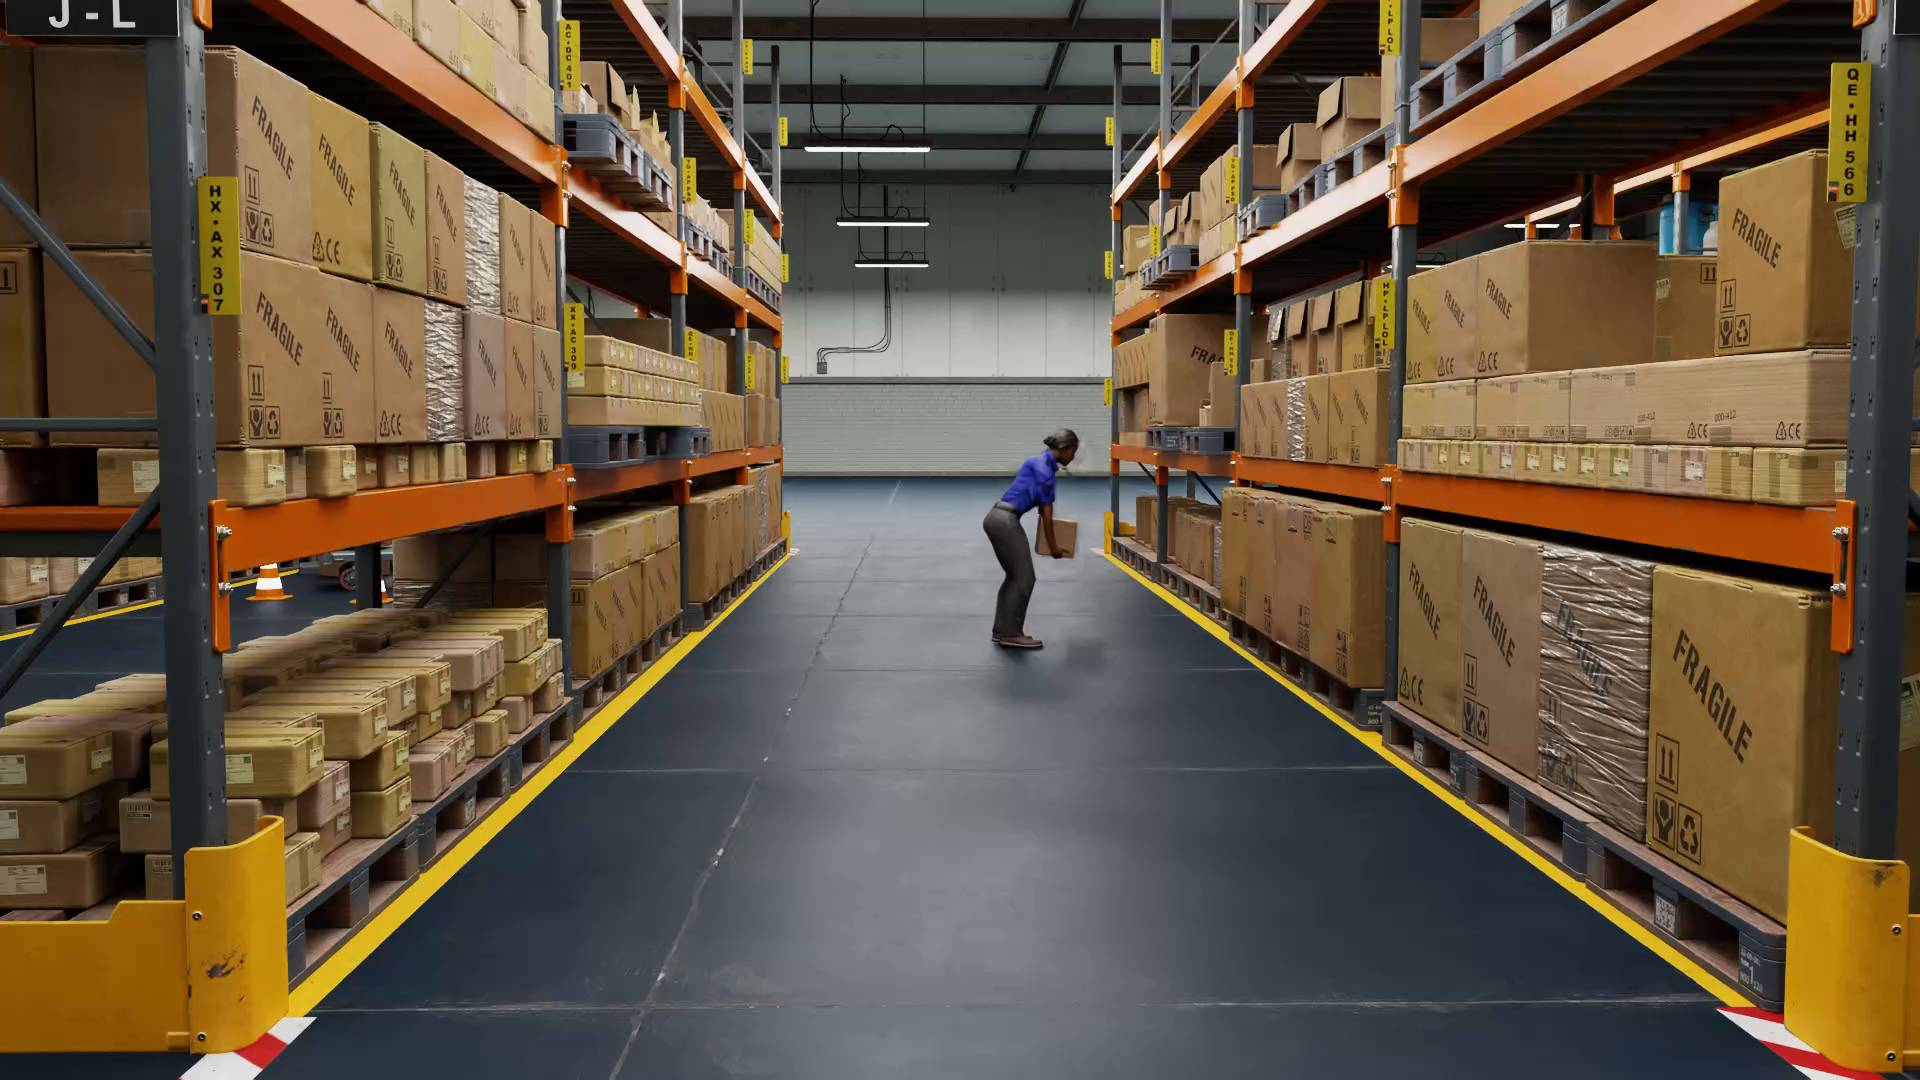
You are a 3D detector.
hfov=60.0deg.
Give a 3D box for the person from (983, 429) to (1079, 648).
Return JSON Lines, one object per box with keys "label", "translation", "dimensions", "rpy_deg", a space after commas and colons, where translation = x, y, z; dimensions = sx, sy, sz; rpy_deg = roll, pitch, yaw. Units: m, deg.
{"label": "person", "translation": [0.491, -0.014, 11.474], "dimensions": [0.656, 1.502, 0.405], "rpy_deg": [0, 4, -3]}
